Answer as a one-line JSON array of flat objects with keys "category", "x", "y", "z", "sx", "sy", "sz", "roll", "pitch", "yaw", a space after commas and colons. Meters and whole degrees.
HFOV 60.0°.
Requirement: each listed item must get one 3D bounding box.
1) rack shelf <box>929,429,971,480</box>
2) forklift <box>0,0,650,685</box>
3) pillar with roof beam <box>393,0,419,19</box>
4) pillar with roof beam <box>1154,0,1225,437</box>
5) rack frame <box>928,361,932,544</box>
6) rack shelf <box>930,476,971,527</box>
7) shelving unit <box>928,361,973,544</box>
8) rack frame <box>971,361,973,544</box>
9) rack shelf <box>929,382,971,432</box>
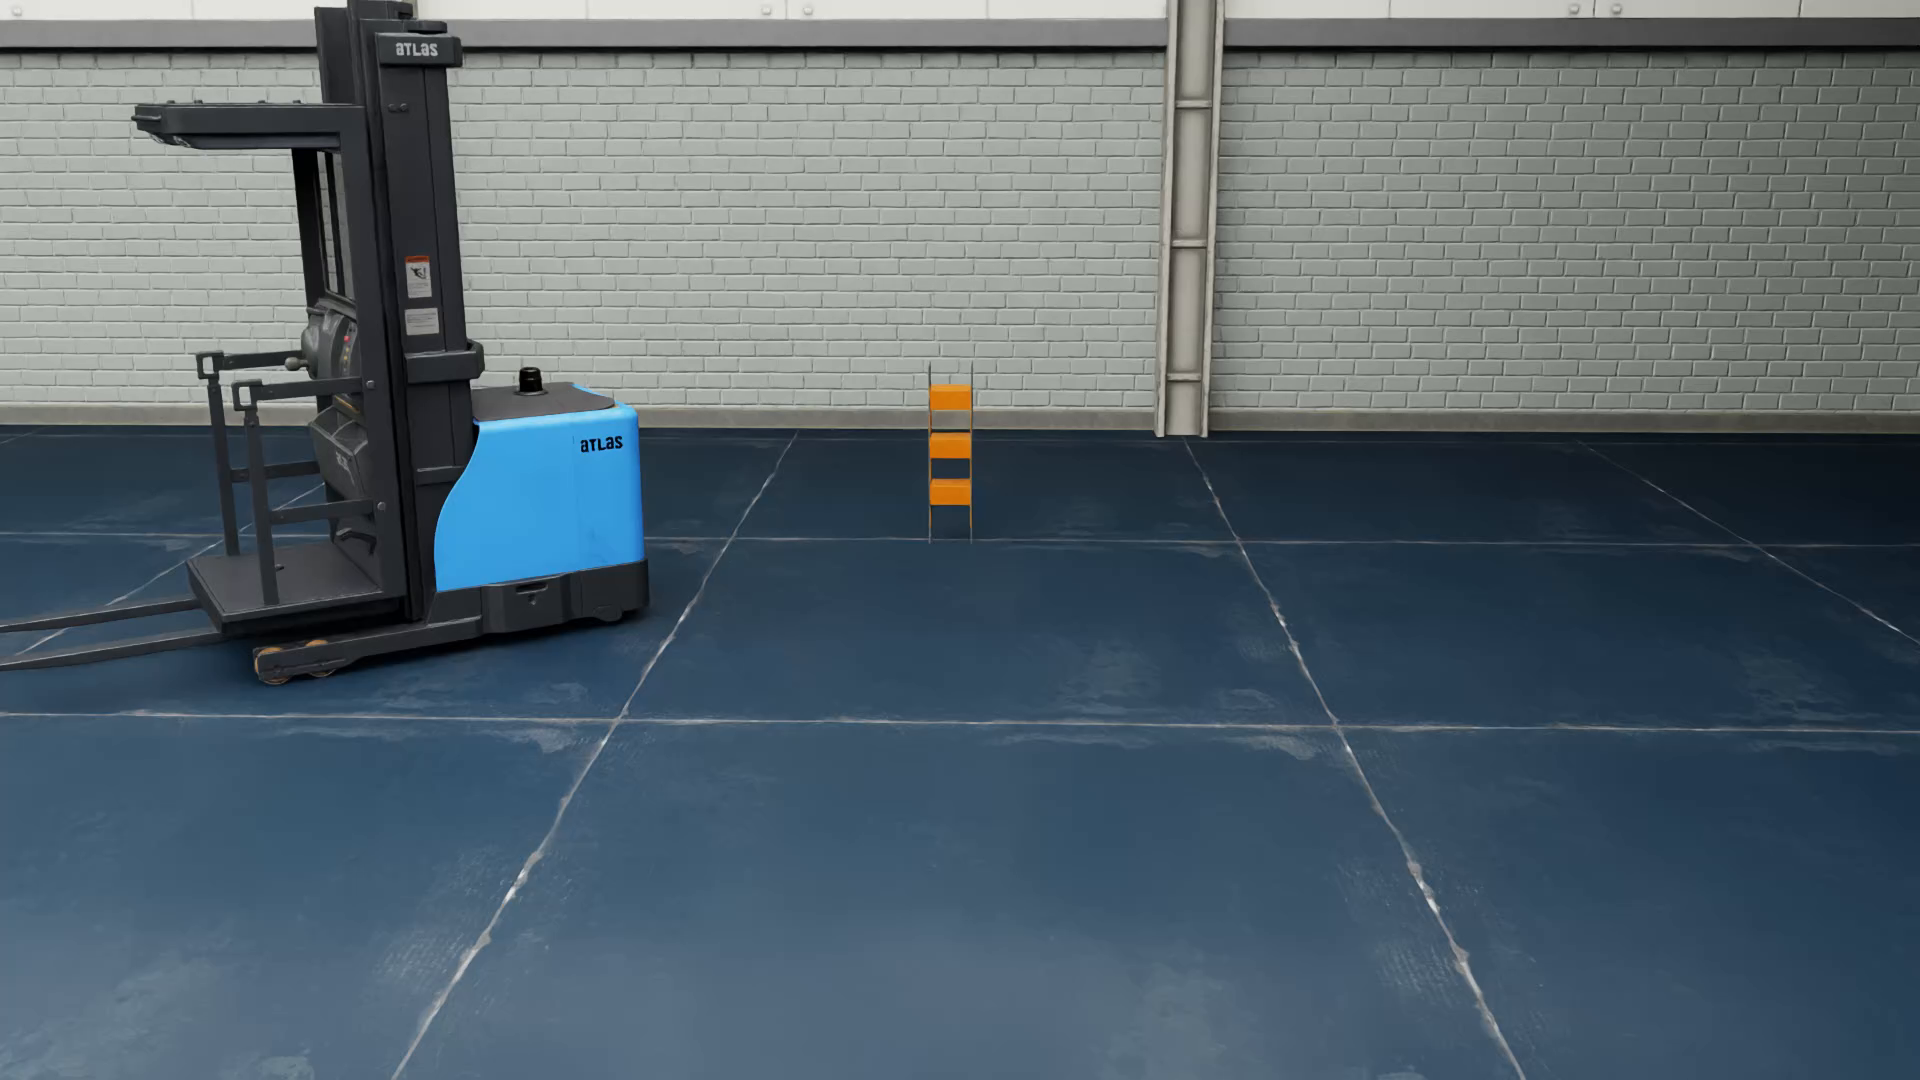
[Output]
[{"category": "rack shelf", "x": -0.053, "y": -0.498, "z": 9.710, "sx": 0.240, "sy": 0.259, "sz": 0.215, "roll": 0, "pitch": 15, "yaw": 1}, {"category": "forklift", "x": -3.079, "y": -0.926, "z": 7.606, "sx": 3.031, "sy": 2.935, "sz": 1.130, "roll": -9, "pitch": 17, "yaw": -31}, {"category": "pillar with roof beam", "x": -4.383, "y": -4.129, "z": 7.849, "sx": 0.400, "sy": 9.000, "sz": 9.100, "roll": 0, "pitch": 15, "yaw": 1}, {"category": "pillar with roof beam", "x": 1.615, "y": -4.090, "z": 7.701, "sx": 0.400, "sy": 9.000, "sz": 9.100, "roll": 0, "pitch": 15, "yaw": 1}, {"category": "rack frame", "x": -0.175, "y": -0.509, "z": 9.710, "sx": 0.008, "sy": 1.050, "sz": 0.200, "roll": 0, "pitch": 15, "yaw": 1}, {"category": "rack shelf", "x": -0.053, "y": -0.229, "z": 9.781, "sx": 0.240, "sy": 0.259, "sz": 0.215, "roll": 0, "pitch": 15, "yaw": 1}, {"category": "shelving unit", "x": -0.053, "y": -0.508, "z": 9.707, "sx": 0.252, "sy": 1.050, "sz": 0.215, "roll": 0, "pitch": 15, "yaw": 1}, {"category": "rack frame", "x": 0.068, "y": -0.507, "z": 9.704, "sx": 0.008, "sy": 1.050, "sz": 0.200, "roll": 0, "pitch": 15, "yaw": 1}, {"category": "rack shelf", "x": -0.053, "y": -0.772, "z": 9.638, "sx": 0.240, "sy": 0.259, "sz": 0.215, "roll": 0, "pitch": 15, "yaw": 1}]
